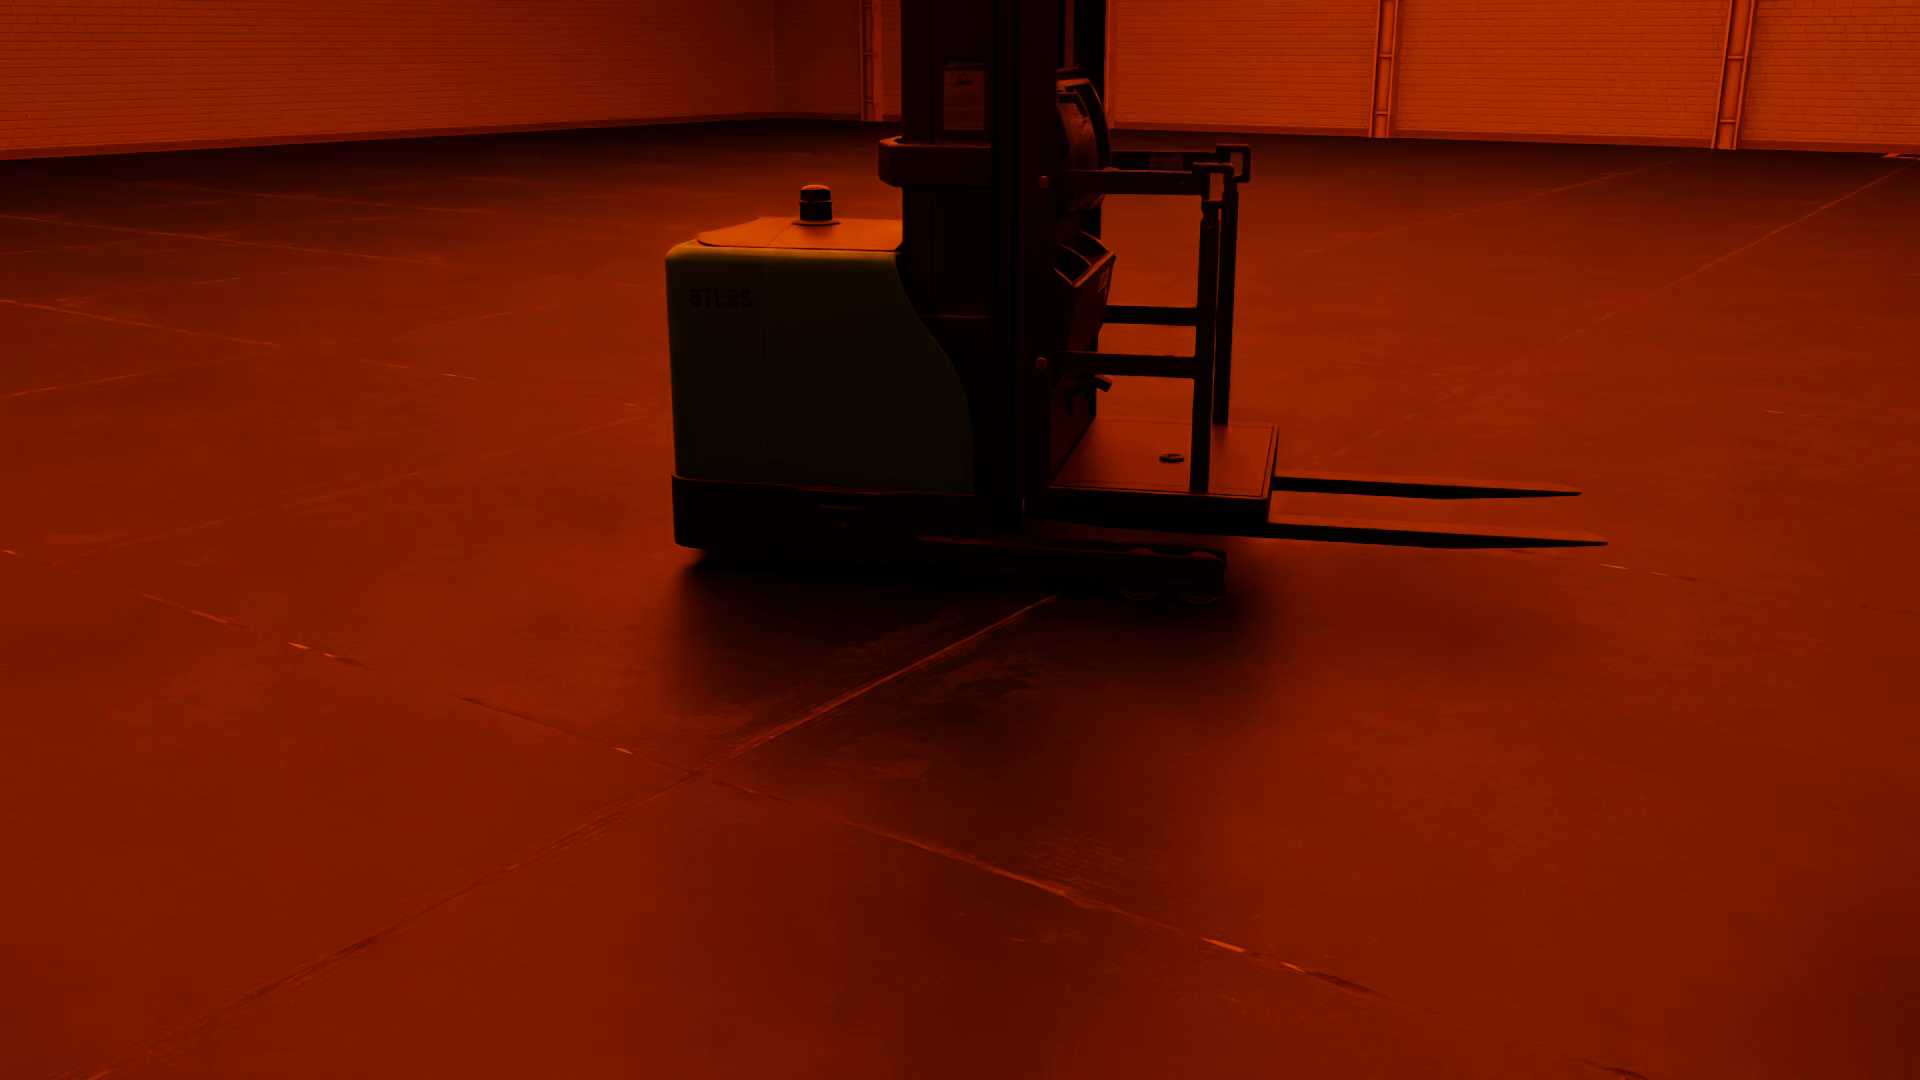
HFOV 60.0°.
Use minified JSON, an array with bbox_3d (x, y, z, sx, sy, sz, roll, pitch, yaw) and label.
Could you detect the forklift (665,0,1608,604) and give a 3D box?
[{"bbox_3d":[0.595,-1.367,5.404,3.031,2.935,1.130,4,17,12],"label":"forklift"}]
